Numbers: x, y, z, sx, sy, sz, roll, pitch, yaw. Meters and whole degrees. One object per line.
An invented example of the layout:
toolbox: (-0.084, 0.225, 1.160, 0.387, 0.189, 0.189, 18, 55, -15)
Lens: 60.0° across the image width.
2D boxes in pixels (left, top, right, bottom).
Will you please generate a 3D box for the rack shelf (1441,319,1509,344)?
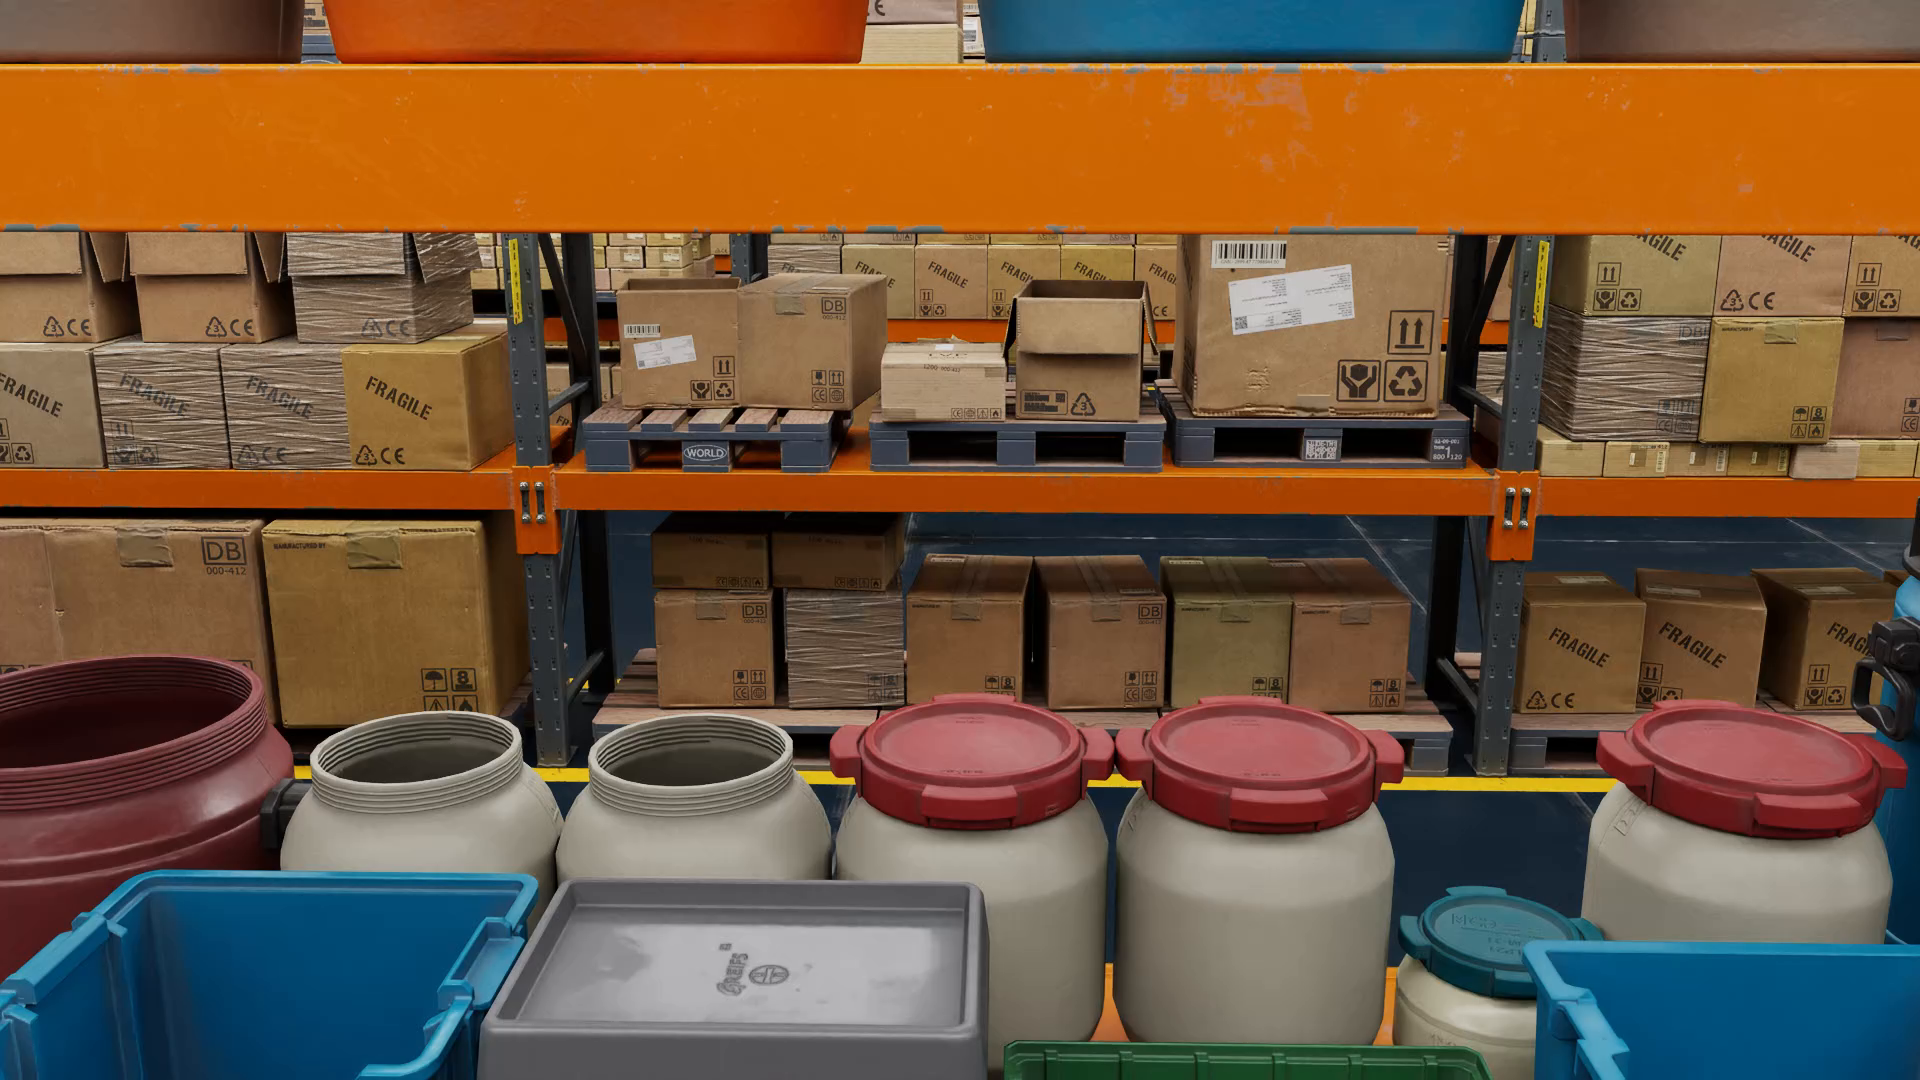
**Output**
rack shelf: (4.489, -1.476, 11.963, 4.000, 0.370, 1.077, 0, 15, 1)

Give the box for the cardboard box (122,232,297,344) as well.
cardboard box: (-3.119, -1.146, 7.140, 0.637, 0.503, 0.797, 1, 15, 3)

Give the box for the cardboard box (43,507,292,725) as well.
cardboard box: (-3.317, 0.208, 7.512, 0.875, 0.875, 1.225, 0, 15, 2)

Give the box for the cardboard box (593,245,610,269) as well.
cardboard box: (-2.545, -1.977, 11.541, 0.250, 0.149, 0.380, 1, 15, 3)

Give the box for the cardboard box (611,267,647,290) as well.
cardboard box: (-2.263, -1.832, 11.574, 0.250, 0.149, 0.380, 0, 15, 1)

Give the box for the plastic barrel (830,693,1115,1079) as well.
plastic barrel: (0.018, 0.555, 2.589, 0.433, 0.535, 0.433, 0, 15, 0)

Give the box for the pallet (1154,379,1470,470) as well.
pallet: (1.501, -0.522, 7.313, 1.213, 0.211, 1.003, 0, 15, 1)

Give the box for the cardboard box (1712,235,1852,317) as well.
cardboard box: (3.205, -1.177, 6.683, 0.500, 0.500, 0.500, 0, 15, 1)

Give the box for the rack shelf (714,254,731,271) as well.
rack shelf: (-3.483, -2.791, 16.948, 4.000, 0.370, 1.077, 0, 15, 1)

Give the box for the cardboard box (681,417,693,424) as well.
cardboard box: (-2.174, -0.795, 12.049, 0.500, 0.500, 0.500, 0, 15, 1)

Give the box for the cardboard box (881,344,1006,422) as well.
cardboard box: (-0.068, -0.659, 6.930, 0.500, 0.250, 0.500, 0, 15, 0)

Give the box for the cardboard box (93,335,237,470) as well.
cardboard box: (-3.254, -0.594, 7.016, 0.500, 0.500, 0.500, 0, 15, 0)

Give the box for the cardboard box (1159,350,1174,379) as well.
cardboard box: (1.866, -0.933, 12.083, 0.750, 0.750, 1.050, 0, 15, 1)

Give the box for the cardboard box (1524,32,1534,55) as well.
cardboard box: (3.862, -3.322, 11.143, 0.250, 0.149, 0.380, 0, 15, 1)

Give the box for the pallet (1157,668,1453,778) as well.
pallet: (1.483, 0.771, 7.503, 1.213, 0.211, 1.003, 0, 15, 1)

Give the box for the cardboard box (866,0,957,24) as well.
cardboard box: (-0.264, -2.264, 6.487, 0.500, 0.500, 0.500, 0, 15, 0)

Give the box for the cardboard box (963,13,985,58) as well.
cardboard box: (0.223, -3.454, 11.327, 0.500, 0.311, 0.500, 0, 15, 0)

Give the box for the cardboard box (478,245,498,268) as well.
cardboard box: (-3.305, -1.983, 11.562, 0.250, 0.149, 0.380, 1, 15, 3)

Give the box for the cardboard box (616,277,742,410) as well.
cardboard box: (-1.196, -0.856, 7.187, 0.500, 0.500, 0.500, -1, 15, -5)

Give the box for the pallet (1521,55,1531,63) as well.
pallet: (3.307, -3.236, 11.519, 1.213, 0.211, 1.003, 0, 15, 1)

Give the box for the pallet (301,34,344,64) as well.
pallet: (-2.382, -1.948, 6.834, 1.003, 0.211, 1.213, 1, 15, 4)

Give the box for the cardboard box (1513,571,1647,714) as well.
cardboard box: (2.660, 0.446, 7.346, 0.500, 0.500, 0.500, 0, 15, 0)

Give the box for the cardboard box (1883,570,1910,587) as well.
cardboard box: (4.413, 0.447, 7.343, 0.500, 0.500, 0.500, 2, 15, 7)

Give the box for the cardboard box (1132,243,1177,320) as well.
cardboard box: (1.456, -1.823, 11.675, 0.500, 0.500, 0.500, 0, 15, 1)

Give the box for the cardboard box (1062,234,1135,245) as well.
cardboard box: (0.973, -2.376, 11.811, 0.500, 0.500, 0.700, 0, 15, 2)

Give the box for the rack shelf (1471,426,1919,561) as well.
rack shelf: (4.261, -0.211, 7.172, 4.000, 0.370, 1.077, 0, 15, 1)

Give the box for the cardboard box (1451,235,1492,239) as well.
cardboard box: (3.410, -2.446, 11.821, 0.550, 0.550, 0.875, 0, 15, 1)

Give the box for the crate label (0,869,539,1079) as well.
crate label: (-0.877, 0.723, 2.150, 0.616, 0.435, 0.502, 0, 15, 1)

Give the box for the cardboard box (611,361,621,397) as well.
cardboard box: (-2.200, -1.157, 11.953, 0.500, 0.250, 0.500, 0, 15, 0)

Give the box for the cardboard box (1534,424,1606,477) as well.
cardboard box: (2.469, -0.373, 6.865, 0.250, 0.149, 0.380, 0, 15, 1)

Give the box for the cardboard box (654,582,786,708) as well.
cardboard box: (-1.067, 0.397, 7.493, 0.500, 0.500, 0.700, 0, 15, -2)

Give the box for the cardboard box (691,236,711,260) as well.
cardboard box: (-1.987, -2.142, 12.166, 0.250, 0.149, 0.380, 1, 15, 4)

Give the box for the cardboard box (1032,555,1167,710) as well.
cardboard box: (0.613, 0.403, 7.471, 0.500, 0.500, 0.700, -1, 15, -3)

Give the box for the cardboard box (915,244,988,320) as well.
cardboard box: (-0.055, -1.833, 11.712, 0.500, 0.500, 0.500, 0, 15, 1)

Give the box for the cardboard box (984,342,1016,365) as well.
cardboard box: (0.576, -2.043, 17.030, 0.625, 0.372, 0.950, 1, 15, 3)

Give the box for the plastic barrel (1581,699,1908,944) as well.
plastic barrel: (1.184, 0.563, 2.560, 0.433, 0.535, 0.433, 0, 15, 0)

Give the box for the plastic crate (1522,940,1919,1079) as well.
plastic crate: (1.024, 0.771, 2.070, 0.575, 0.384, 0.392, 0, 15, 1)

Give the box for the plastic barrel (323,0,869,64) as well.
plastic barrel: (-0.394, -0.928, 1.757, 0.708, 0.830, 0.600, 0, 15, 1)

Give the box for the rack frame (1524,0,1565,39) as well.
rack frame: (2.262, -3.473, 6.364, 0.127, 3.000, 1.000, 0, 15, 1)

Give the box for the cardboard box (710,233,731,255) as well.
cardboard box: (-2.507, -2.989, 16.585, 0.500, 0.250, 0.500, 1, 15, 2)

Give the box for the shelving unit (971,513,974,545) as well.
shelving unit: (-0.165, -0.581, 10.691, 0.503, 1.200, 0.258, 0, 15, 1)

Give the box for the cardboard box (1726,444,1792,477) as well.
cardboard box: (3.219, -0.374, 6.870, 0.250, 0.149, 0.380, 0, 15, 1)

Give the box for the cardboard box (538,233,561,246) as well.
cardboard box: (-2.791, -2.123, 11.509, 0.250, 0.149, 0.380, 1, 15, 3)

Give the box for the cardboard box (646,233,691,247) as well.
cardboard box: (-2.011, -2.118, 11.491, 0.250, 0.149, 0.380, 0, 15, -1)

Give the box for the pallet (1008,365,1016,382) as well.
pallet: (0.514, -1.763, 17.109, 1.213, 0.211, 1.003, 0, 15, 1)

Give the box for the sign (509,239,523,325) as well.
sign: (-1.748, -1.017, 6.544, 0.005, 0.325, 0.100, 0, 15, 1)

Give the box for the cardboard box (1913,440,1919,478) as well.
cardboard box: (3.969, -0.366, 6.841, 0.250, 0.149, 0.380, 0, 15, 1)

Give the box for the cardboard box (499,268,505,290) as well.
cardboard box: (-3.038, -1.838, 11.595, 0.250, 0.149, 0.380, 0, 15, -1)

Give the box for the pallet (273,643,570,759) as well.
pallet: (-2.523, 0.726, 7.676, 1.213, 0.211, 1.003, 0, 15, 1)

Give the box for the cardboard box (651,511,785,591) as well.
cardboard box: (-1.067, 0.032, 7.407, 0.500, 0.250, 0.500, 1, 15, 4)

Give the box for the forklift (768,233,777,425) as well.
forklift: (-1.115, -2.417, 14.255, 3.031, 2.935, 1.130, -1, 15, -3)

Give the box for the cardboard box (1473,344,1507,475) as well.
cardboard box: (4.017, -0.985, 12.037, 0.875, 0.875, 0.875, 0, 15, 2)

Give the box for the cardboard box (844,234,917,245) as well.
cardboard box: (-0.555, -2.386, 11.848, 0.500, 0.500, 0.700, 0, 15, 1)

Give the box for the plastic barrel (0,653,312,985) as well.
plastic barrel: (-1.392, 0.525, 2.704, 0.708, 0.536, 0.600, 0, 15, 1)

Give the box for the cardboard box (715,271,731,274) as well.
cardboard box: (-2.172, -2.327, 17.122, 0.875, 0.875, 0.875, 0, 15, 1)

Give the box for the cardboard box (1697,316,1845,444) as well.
cardboard box: (3.209, -0.734, 6.961, 0.500, 0.500, 0.875, 0, 15, 1)
